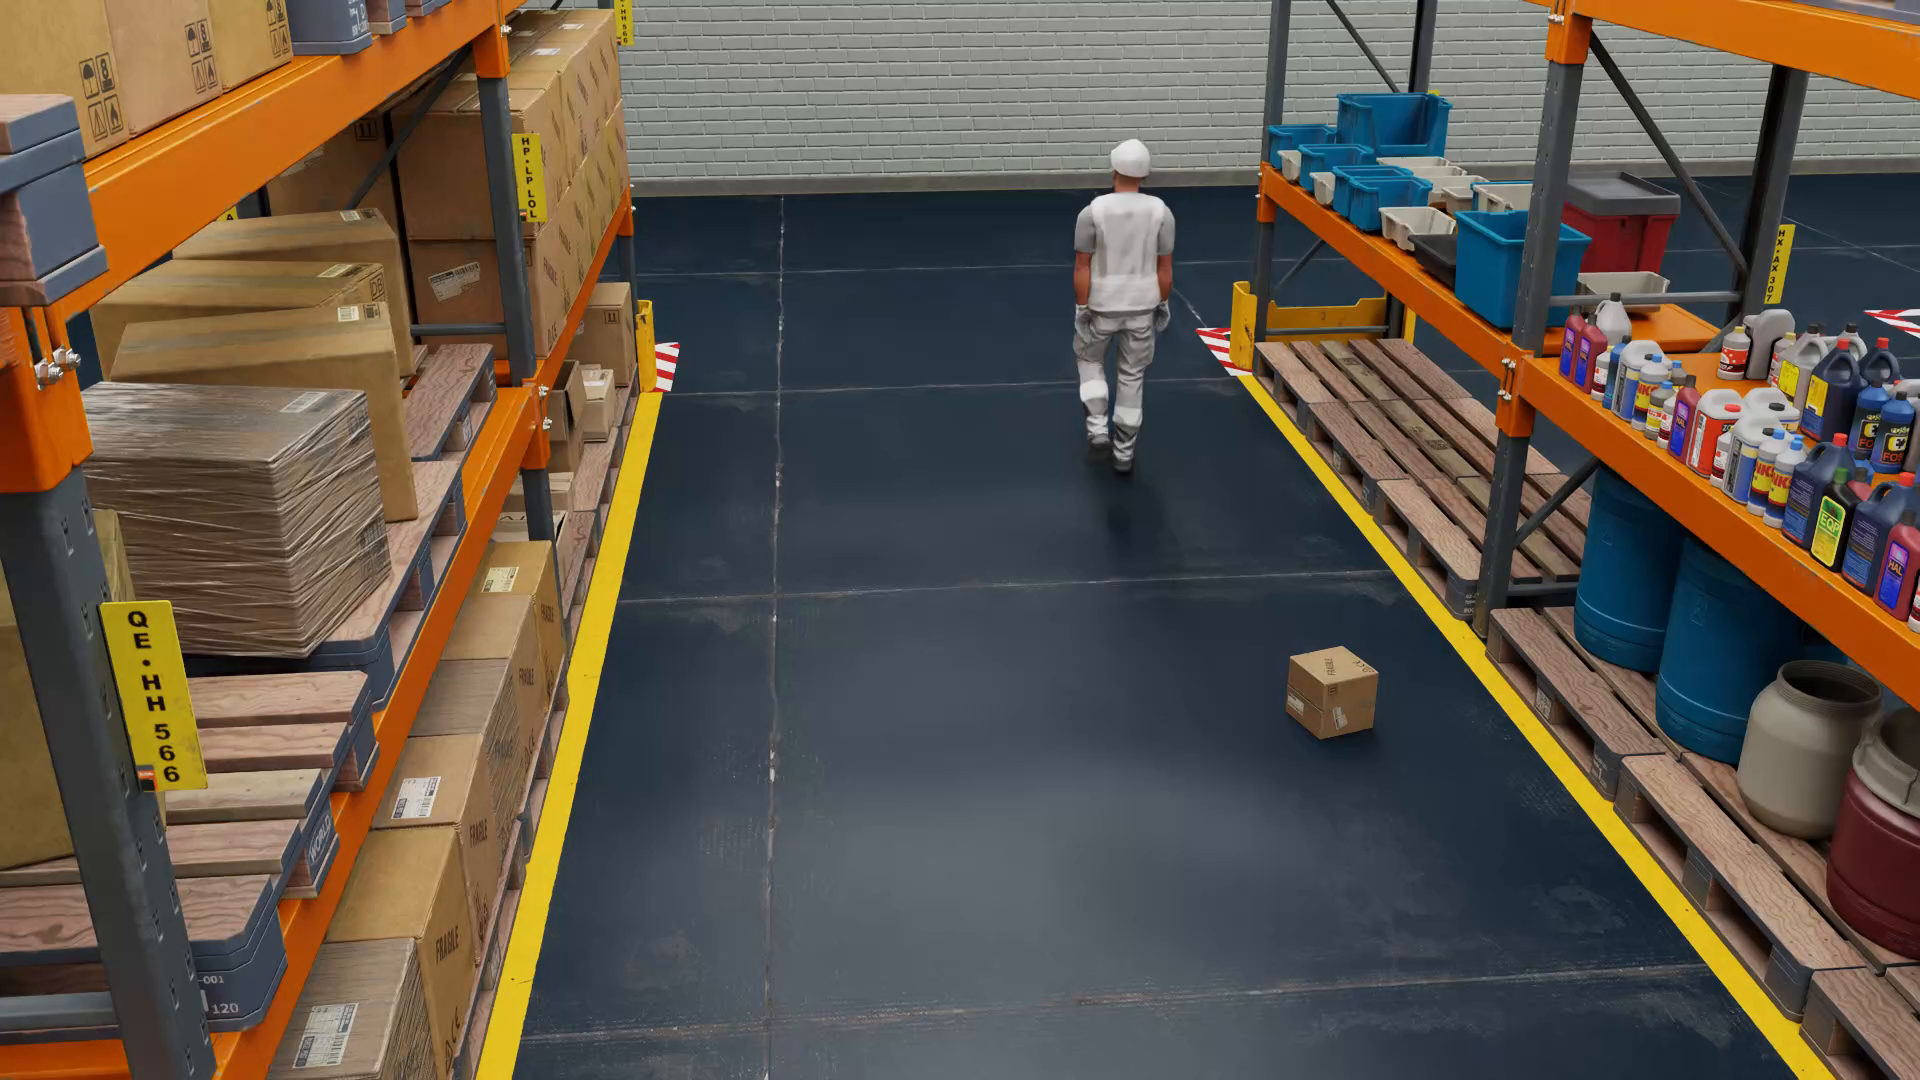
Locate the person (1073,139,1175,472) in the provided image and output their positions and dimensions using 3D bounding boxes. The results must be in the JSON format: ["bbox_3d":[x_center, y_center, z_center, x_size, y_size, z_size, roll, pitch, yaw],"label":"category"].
[{"bbox_3d":[0.859,-1.242,8.869,0.534,1.795,0.448,0,24,1],"label":"person"}]
